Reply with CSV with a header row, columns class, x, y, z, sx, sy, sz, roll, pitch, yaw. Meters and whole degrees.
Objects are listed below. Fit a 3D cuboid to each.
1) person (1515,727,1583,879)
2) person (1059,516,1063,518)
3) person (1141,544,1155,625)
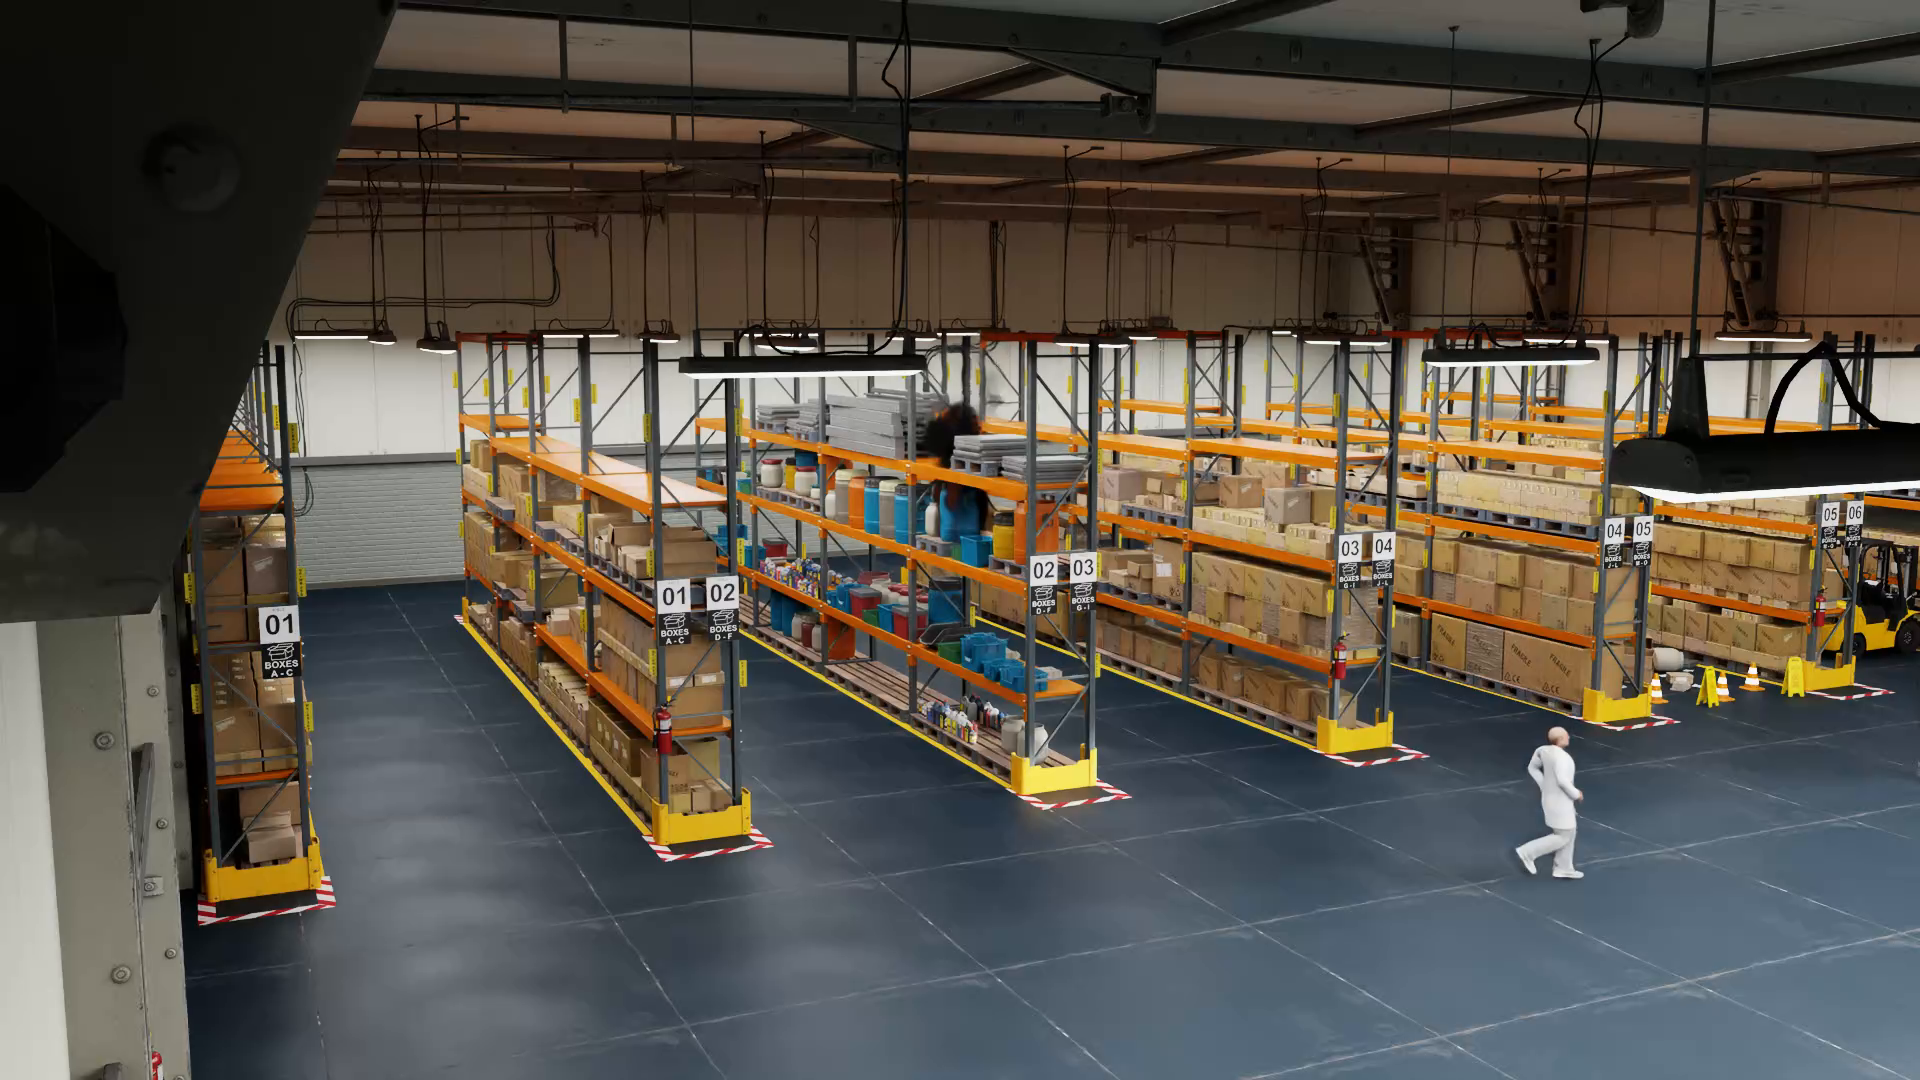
class,x,y,z,sx,sy,sz,roll,pitch,yaw
person,6.657,2.964,18.698,0.833,1.757,0.718,0,8,-3
person,2.317,0.220,39.647,0.610,1.597,0.618,-1,8,-4
person,3.784,0.951,33.418,0.672,1.744,0.953,-5,9,-30
